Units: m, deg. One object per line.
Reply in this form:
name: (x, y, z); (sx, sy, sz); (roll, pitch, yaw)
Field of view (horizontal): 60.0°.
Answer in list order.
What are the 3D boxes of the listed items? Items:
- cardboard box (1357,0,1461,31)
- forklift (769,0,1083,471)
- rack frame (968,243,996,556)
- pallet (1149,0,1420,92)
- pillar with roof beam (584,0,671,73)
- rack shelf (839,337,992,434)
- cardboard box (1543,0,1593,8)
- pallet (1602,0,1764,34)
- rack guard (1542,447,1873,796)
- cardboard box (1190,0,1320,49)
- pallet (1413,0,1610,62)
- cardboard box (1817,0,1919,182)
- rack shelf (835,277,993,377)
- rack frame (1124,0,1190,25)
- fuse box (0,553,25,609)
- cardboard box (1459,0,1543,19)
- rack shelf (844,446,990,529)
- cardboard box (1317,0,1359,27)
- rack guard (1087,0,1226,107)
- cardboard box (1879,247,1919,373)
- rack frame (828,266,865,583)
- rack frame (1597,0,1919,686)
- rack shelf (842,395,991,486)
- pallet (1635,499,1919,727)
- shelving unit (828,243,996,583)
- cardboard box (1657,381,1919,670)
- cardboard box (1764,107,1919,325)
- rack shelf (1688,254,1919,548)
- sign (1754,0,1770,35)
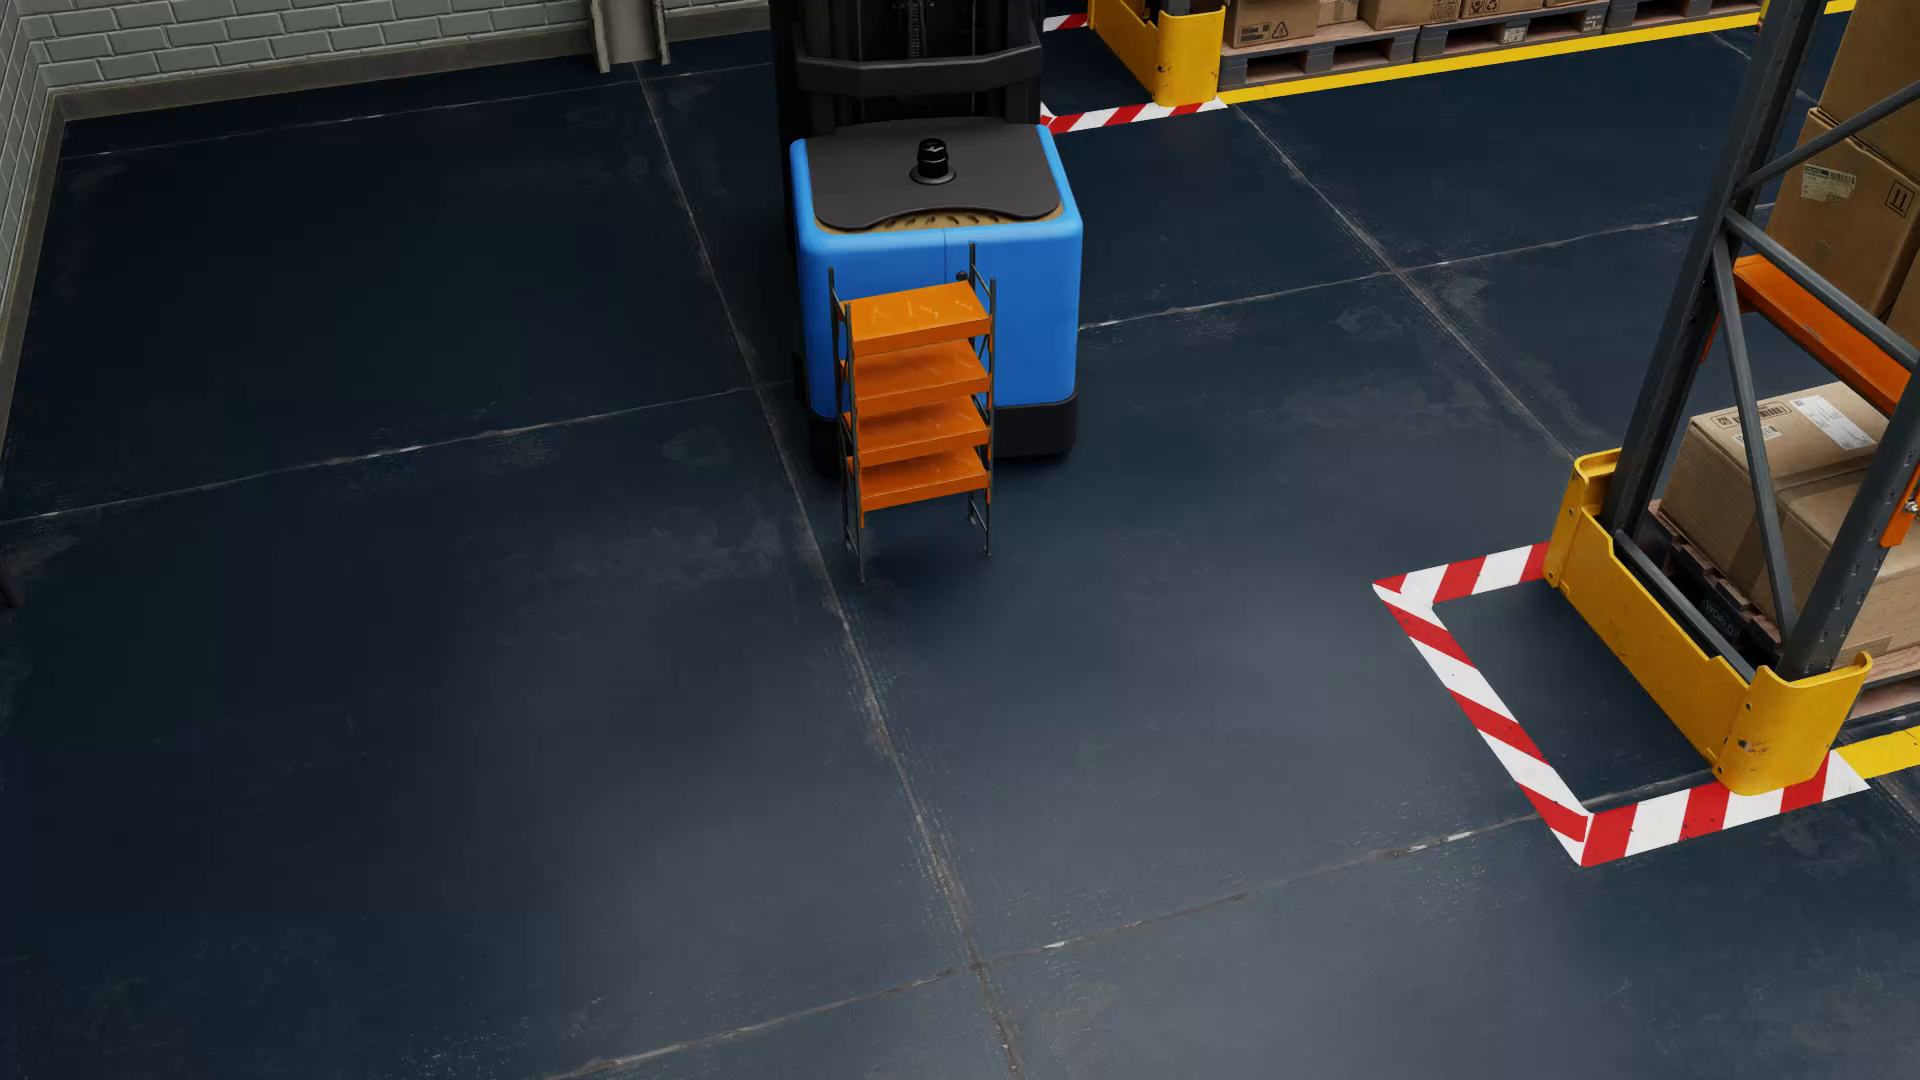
cardboard box: (2.428, -3.243, 9.262); (0.500, 0.500, 0.700); (-10, 42, -11)
forklift: (-0.242, -2.342, 6.703); (1.130, 2.935, 3.031); (-5, 41, -6)
rack frame: (0.075, -0.467, 5.873); (0.015, 1.200, 0.240); (-12, 42, -13)
pallet: (1.822, -2.943, 9.458); (1.213, 0.211, 1.003); (-12, 42, -13)
pillar with roof beam: (-0.560, -3.410, 3.314); (0.400, 9.000, 9.100); (-12, 42, -13)
rack shelf: (-0.158, -0.537, 5.715); (0.480, 0.148, 0.258); (-12, 42, -13)
cardboard box: (3.418, -3.448, 9.497); (0.500, 0.500, 0.700); (-13, 43, -15)
pallet: (4.149, -3.425, 10.010); (1.213, 0.211, 1.003); (-12, 42, -13)
rack guard: (2.461, 0.240, 5.595); (0.348, 0.500, 1.175); (-12, 42, -13)
cardboard box: (1.601, -3.099, 9.096); (0.637, 0.503, 0.797); (-13, 43, -15)
pallet: (2.984, -3.182, 9.731); (1.213, 0.211, 1.003); (-12, 42, -13)
cardboard box: (2.872, -1.365, 4.696); (0.500, 0.500, 0.500); (-10, 42, -12)
rack shelf: (-0.158, -0.715, 5.559); (0.480, 0.148, 0.258); (-12, 42, -13)
rack frame: (0.989, -3.820, 8.342); (0.127, 3.000, 1.000); (-12, 42, -13)
fuse box: (-3.379, -0.438, 5.451); (0.414, 1.711, 0.539); (-12, 42, -13)
cardboard box: (2.963, -3.284, 9.310); (0.500, 0.500, 0.500); (-11, 42, -12)
rack shelf: (-0.158, -0.219, 5.993); (0.480, 0.148, 0.258); (-12, 42, -13)
cardboard box: (2.018, -3.025, 9.281); (0.250, 0.149, 0.380); (-13, 43, -15)
rack guard: (1.062, -2.894, 9.182); (0.348, 0.500, 1.175); (-12, 42, -13)
cardboard box: (3.028, -0.658, 4.647); (0.500, 0.500, 0.500); (-12, 43, -13)
rack frame: (-0.391, -0.371, 5.763); (0.015, 1.200, 0.240); (-12, 42, -13)
rack frame: (2.484, -0.706, 4.778); (0.127, 3.000, 1.000); (-12, 42, -13)
rack shelf: (-0.158, -0.368, 5.862); (0.480, 0.148, 0.258); (-12, 42, -13)
pallet: (3.223, 0.137, 5.932); (1.213, 0.211, 1.003); (-12, 42, -13)
shelving unit: (-0.158, -0.419, 5.818); (0.503, 1.200, 0.258); (-12, 42, -13)
cardboard box: (3.083, -0.092, 5.704); (0.875, 0.438, 0.875); (-13, 43, -15)
cardboard box: (2.864, -1.005, 5.044); (0.500, 0.500, 0.500); (-11, 42, -13)
rack shelf: (4.392, -0.830, 5.467); (4.000, 0.370, 1.077); (-12, 42, -13)
sign: (2.334, -1.574, 4.712); (0.005, 0.325, 0.100); (-12, 42, -13)
